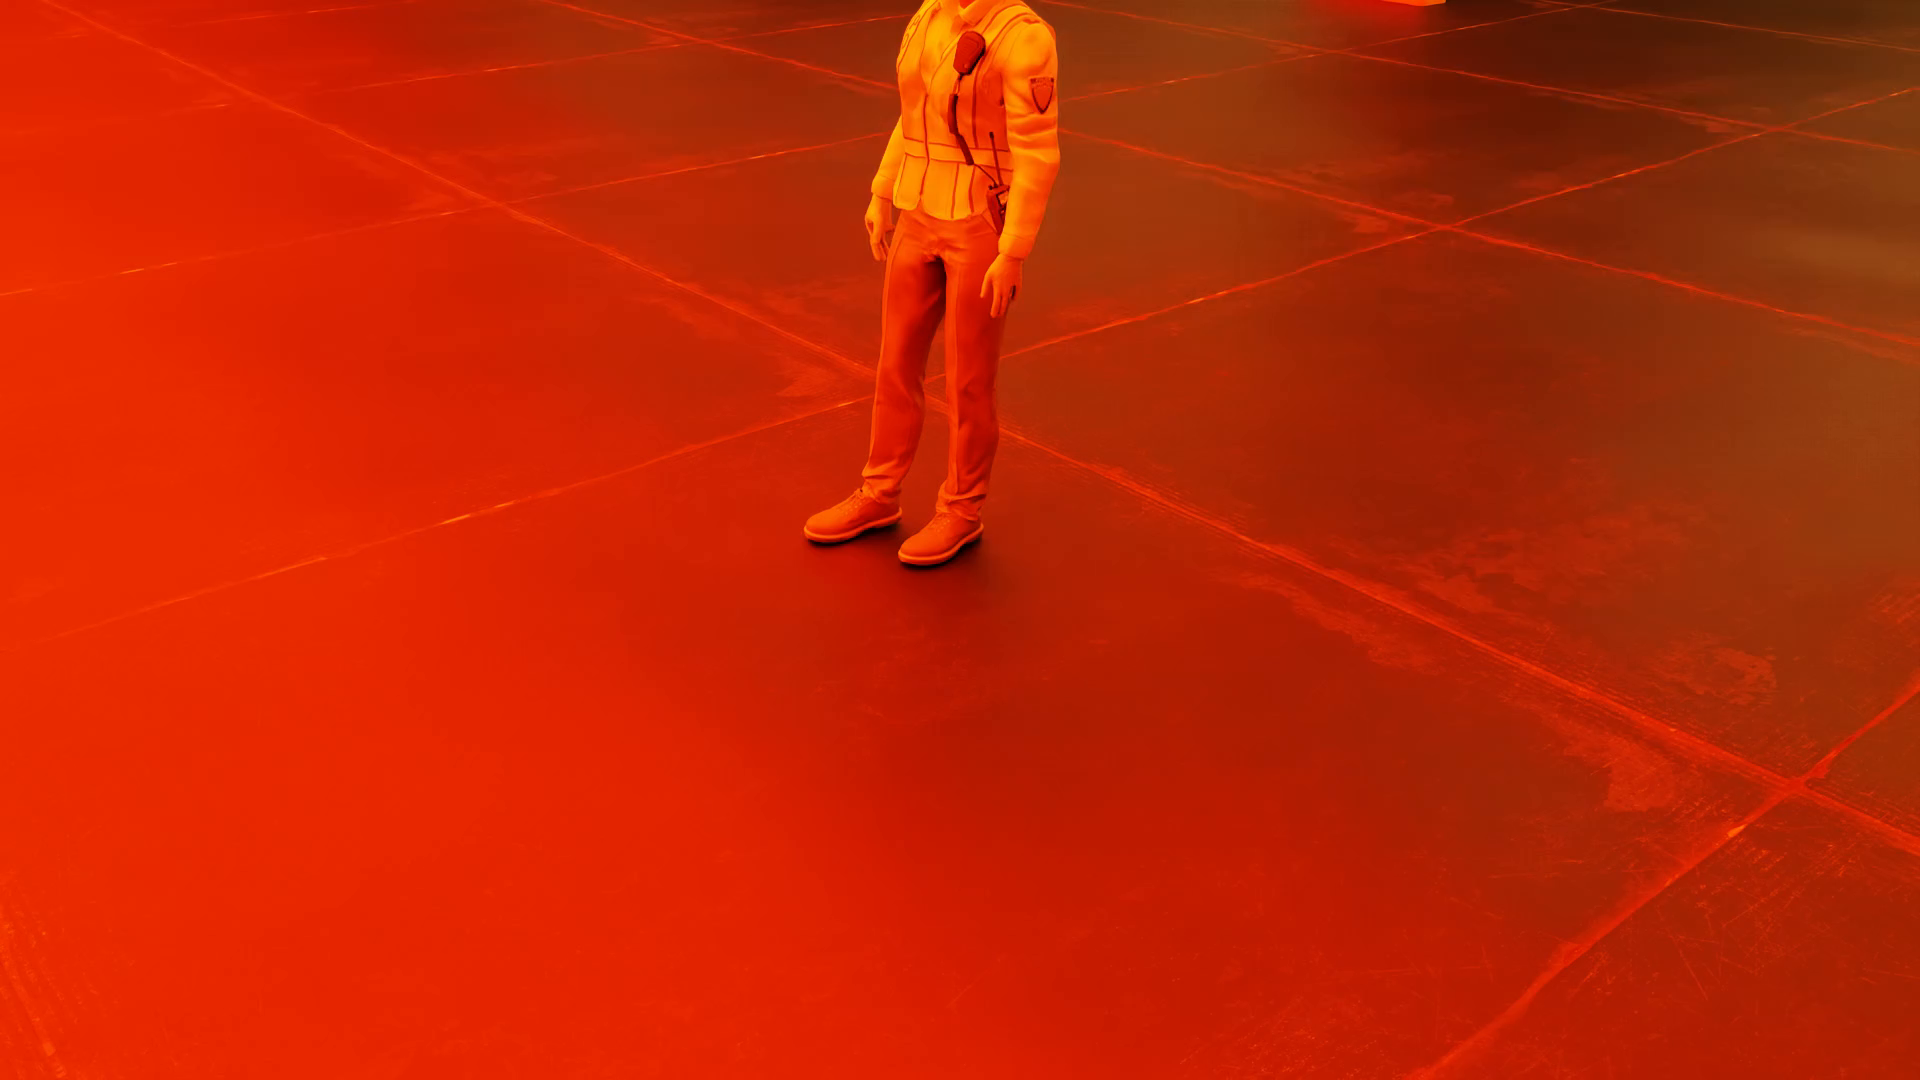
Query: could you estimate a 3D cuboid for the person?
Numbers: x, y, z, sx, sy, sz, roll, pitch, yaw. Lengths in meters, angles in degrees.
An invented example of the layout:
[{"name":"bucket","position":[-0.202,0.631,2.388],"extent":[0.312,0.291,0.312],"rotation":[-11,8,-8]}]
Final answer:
[{"name":"person","position":[-0.057,-0.748,4.087],"extent":[0.531,1.695,0.588],"rotation":[-20,33,-35]}]
